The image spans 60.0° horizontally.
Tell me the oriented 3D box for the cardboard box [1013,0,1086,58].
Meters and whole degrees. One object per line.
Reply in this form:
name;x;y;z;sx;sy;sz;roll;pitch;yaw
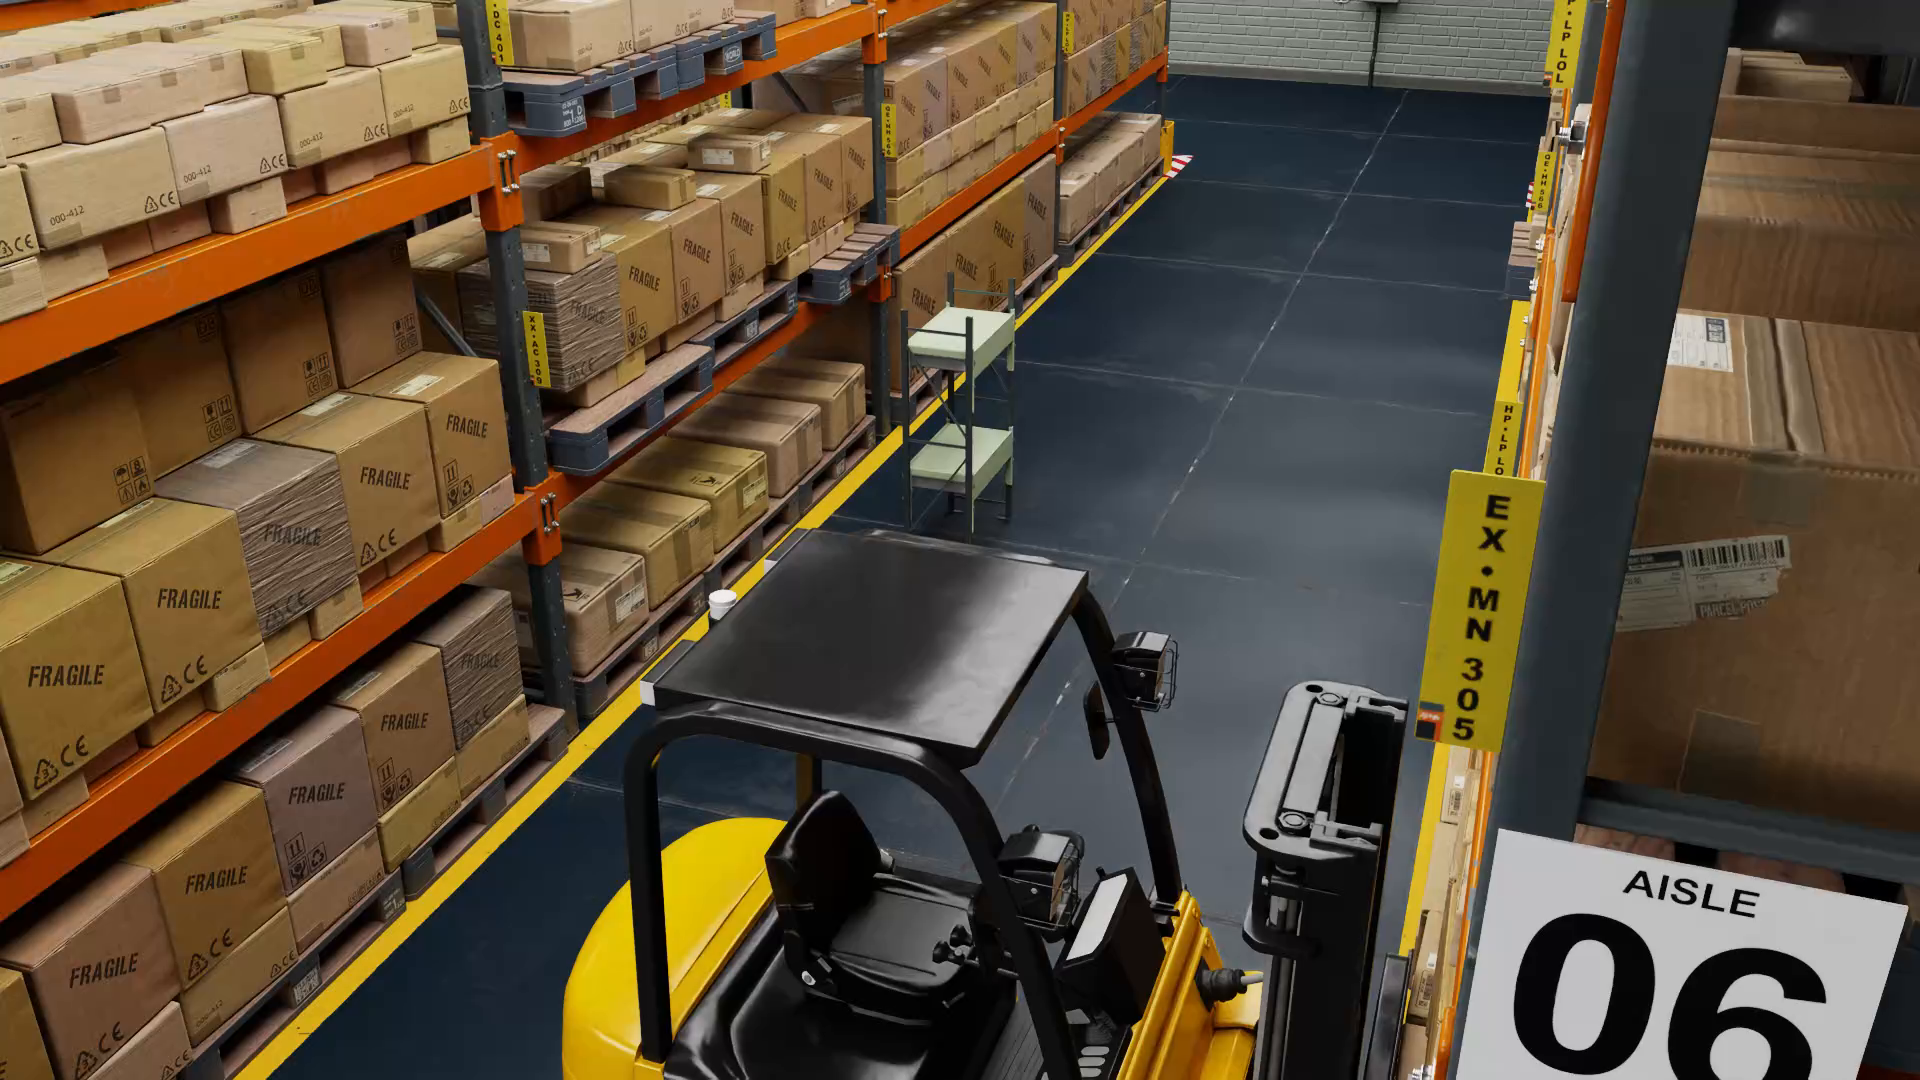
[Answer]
cardboard box;0.760;-4.427;14.188;0.500;0.500;0.500;9;27;18

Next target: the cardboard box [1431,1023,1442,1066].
cardboard box;1.159;1.381;3.340;0.500;0.500;0.500;10;27;19

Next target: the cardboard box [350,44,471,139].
cardboard box;-2.183;-1.679;6.164;0.500;0.250;0.500;8;27;17

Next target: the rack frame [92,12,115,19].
rack frame;-5.660;-2.804;12.098;1.000;3.000;0.127;9;27;17

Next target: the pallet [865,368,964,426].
pallet;-0.625;-1.185;11.956;1.003;0.211;1.213;9;27;17

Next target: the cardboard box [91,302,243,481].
cardboard box;-3.023;-0.554;5.848;0.700;0.500;0.500;8;27;16

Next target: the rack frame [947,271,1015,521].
rack frame;0.120;-0.823;9.728;0.400;1.500;0.023;9;27;17

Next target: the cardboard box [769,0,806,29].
cardboard box;-1.283;-3.134;9.225;0.700;0.500;0.500;9;27;17

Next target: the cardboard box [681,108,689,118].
cardboard box;-3.185;-4.693;18.109;0.380;0.149;0.250;8;27;15

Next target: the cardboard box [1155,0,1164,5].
cardboard box;1.768;-5.677;16.771;0.500;0.500;0.500;10;27;19

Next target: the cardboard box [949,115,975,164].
cardboard box;-0.206;-2.872;11.839;0.500;0.250;0.500;9;27;17

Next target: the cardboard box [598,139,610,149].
cardboard box;-3.768;-4.059;16.797;0.380;0.149;0.250;8;27;16

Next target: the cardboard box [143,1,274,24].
cardboard box;-2.761;-1.886;6.135;0.380;0.149;0.250;10;27;19

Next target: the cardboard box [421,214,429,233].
cardboard box;-4.683;-2.750;14.374;0.500;0.500;0.500;8;27;16

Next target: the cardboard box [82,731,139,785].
cardboard box;-2.863;0.635;5.286;0.380;0.149;0.250;10;27;19

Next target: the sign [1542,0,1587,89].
sign;1.878;-1.564;5.142;0.100;0.325;0.005;9;27;17

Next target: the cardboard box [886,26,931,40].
cardboard box;-0.523;-3.495;12.264;0.500;0.500;0.500;8;27;17

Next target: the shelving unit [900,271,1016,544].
shelving unit;-0.002;-0.672;9.417;0.431;1.500;0.755;9;27;17

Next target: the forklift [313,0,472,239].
forklift;-3.435;-1.474;9.430;1.130;2.935;3.031;10;27;19

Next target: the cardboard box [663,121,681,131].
cardboard box;-3.236;-4.444;17.935;0.380;0.149;0.250;9;27;18

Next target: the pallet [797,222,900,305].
pallet;-1.095;-1.733;10.107;1.213;0.211;1.003;9;27;17

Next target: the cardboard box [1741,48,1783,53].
cardboard box;3.087;-2.002;6.672;0.380;0.166;0.250;9;27;17

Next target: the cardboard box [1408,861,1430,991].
cardboard box;1.920;1.434;6.019;0.500;0.250;0.500;9;27;18

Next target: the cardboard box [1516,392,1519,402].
cardboard box;2.479;-0.374;6.679;0.500;0.250;0.500;8;27;16

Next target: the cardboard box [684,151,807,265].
cardboard box;-1.176;-1.846;9.183;0.500;0.500;0.500;7;27;14

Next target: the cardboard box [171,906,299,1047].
cardboard box;-2.745;1.483;5.919;0.500;0.250;0.500;11;28;21

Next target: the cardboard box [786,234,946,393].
cardboard box;-0.650;-1.632;11.634;0.875;0.875;0.875;8;27;17

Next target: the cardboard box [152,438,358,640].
cardboard box;-2.536;-0.017;5.888;0.500;0.500;0.500;10;27;19

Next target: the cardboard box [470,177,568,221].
cardboard box;-2.132;-1.651;8.035;0.380;0.149;0.250;8;27;16

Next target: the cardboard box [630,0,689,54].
cardboard box;-1.549;-2.346;7.401;0.500;0.250;0.500;8;27;17

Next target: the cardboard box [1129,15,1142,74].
cardboard box;1.450;-4.806;16.120;0.500;0.500;0.500;10;27;19

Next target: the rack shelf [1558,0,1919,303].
rack shelf;1.727;-1.140;3.062;1.077;0.370;4.000;9;27;17

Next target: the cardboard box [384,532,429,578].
cardboard box;-2.346;0.005;6.585;0.380;0.149;0.250;9;27;18

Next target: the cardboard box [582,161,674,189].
cardboard box;-1.837;-1.705;8.891;0.500;0.500;0.500;8;27;15

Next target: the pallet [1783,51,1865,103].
pallet;3.213;-1.922;7.053;1.003;0.211;1.213;10;28;20

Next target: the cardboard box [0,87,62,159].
cardboard box;-2.774;-1.173;4.662;0.380;0.149;0.250;9;27;19

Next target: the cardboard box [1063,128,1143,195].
cardboard box;1.282;-3.788;16.589;0.875;0.438;0.875;9;27;19

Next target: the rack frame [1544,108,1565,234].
rack frame;3.724;-1.409;9.218;1.000;3.000;0.127;9;27;17

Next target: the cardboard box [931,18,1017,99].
cardboard box;0.109;-3.627;12.537;0.500;0.500;0.500;10;27;19

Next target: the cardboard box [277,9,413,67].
cardboard box;-2.203;-1.799;5.956;0.380;0.149;0.250;8;27;16

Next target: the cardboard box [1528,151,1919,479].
cardboard box;1.414;-0.374;2.927;0.700;0.500;0.500;9;27;18

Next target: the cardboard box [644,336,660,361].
cardboard box;-1.694;-0.970;8.117;0.380;0.149;0.250;11;28;21

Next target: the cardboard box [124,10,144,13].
cardboard box;-8.569;-5.430;17.353;0.500;0.250;0.500;8;27;16

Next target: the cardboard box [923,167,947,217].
cardboard box;-0.404;-2.438;11.515;0.500;0.250;0.500;8;27;16

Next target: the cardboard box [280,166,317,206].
cardboard box;-2.465;-1.250;5.735;0.380;0.149;0.250;8;27;16

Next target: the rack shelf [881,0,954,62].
rack shelf;-0.293;-3.975;11.902;1.077;0.370;4.000;9;27;17

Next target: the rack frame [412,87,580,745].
rack frame;-2.289;-0.483;7.306;1.000;3.000;0.127;9;27;17

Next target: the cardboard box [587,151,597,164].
cardboard box;-3.860;-3.812;16.629;0.380;0.149;0.250;9;27;17

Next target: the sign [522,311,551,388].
sign;-1.775;-0.798;6.962;0.100;0.325;0.005;9;27;17

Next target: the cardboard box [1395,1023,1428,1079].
cardboard box;1.419;1.616;4.496;0.500;0.250;0.500;8;27;16

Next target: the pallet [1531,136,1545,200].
pallet;4.686;-2.654;12.009;1.003;0.211;1.213;9;27;17

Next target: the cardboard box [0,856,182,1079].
cardboard box;-2.914;1.355;5.323;0.500;0.500;0.500;8;27;16

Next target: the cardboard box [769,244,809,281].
cardboard box;-1.078;-1.586;9.390;0.380;0.149;0.250;9;27;18
